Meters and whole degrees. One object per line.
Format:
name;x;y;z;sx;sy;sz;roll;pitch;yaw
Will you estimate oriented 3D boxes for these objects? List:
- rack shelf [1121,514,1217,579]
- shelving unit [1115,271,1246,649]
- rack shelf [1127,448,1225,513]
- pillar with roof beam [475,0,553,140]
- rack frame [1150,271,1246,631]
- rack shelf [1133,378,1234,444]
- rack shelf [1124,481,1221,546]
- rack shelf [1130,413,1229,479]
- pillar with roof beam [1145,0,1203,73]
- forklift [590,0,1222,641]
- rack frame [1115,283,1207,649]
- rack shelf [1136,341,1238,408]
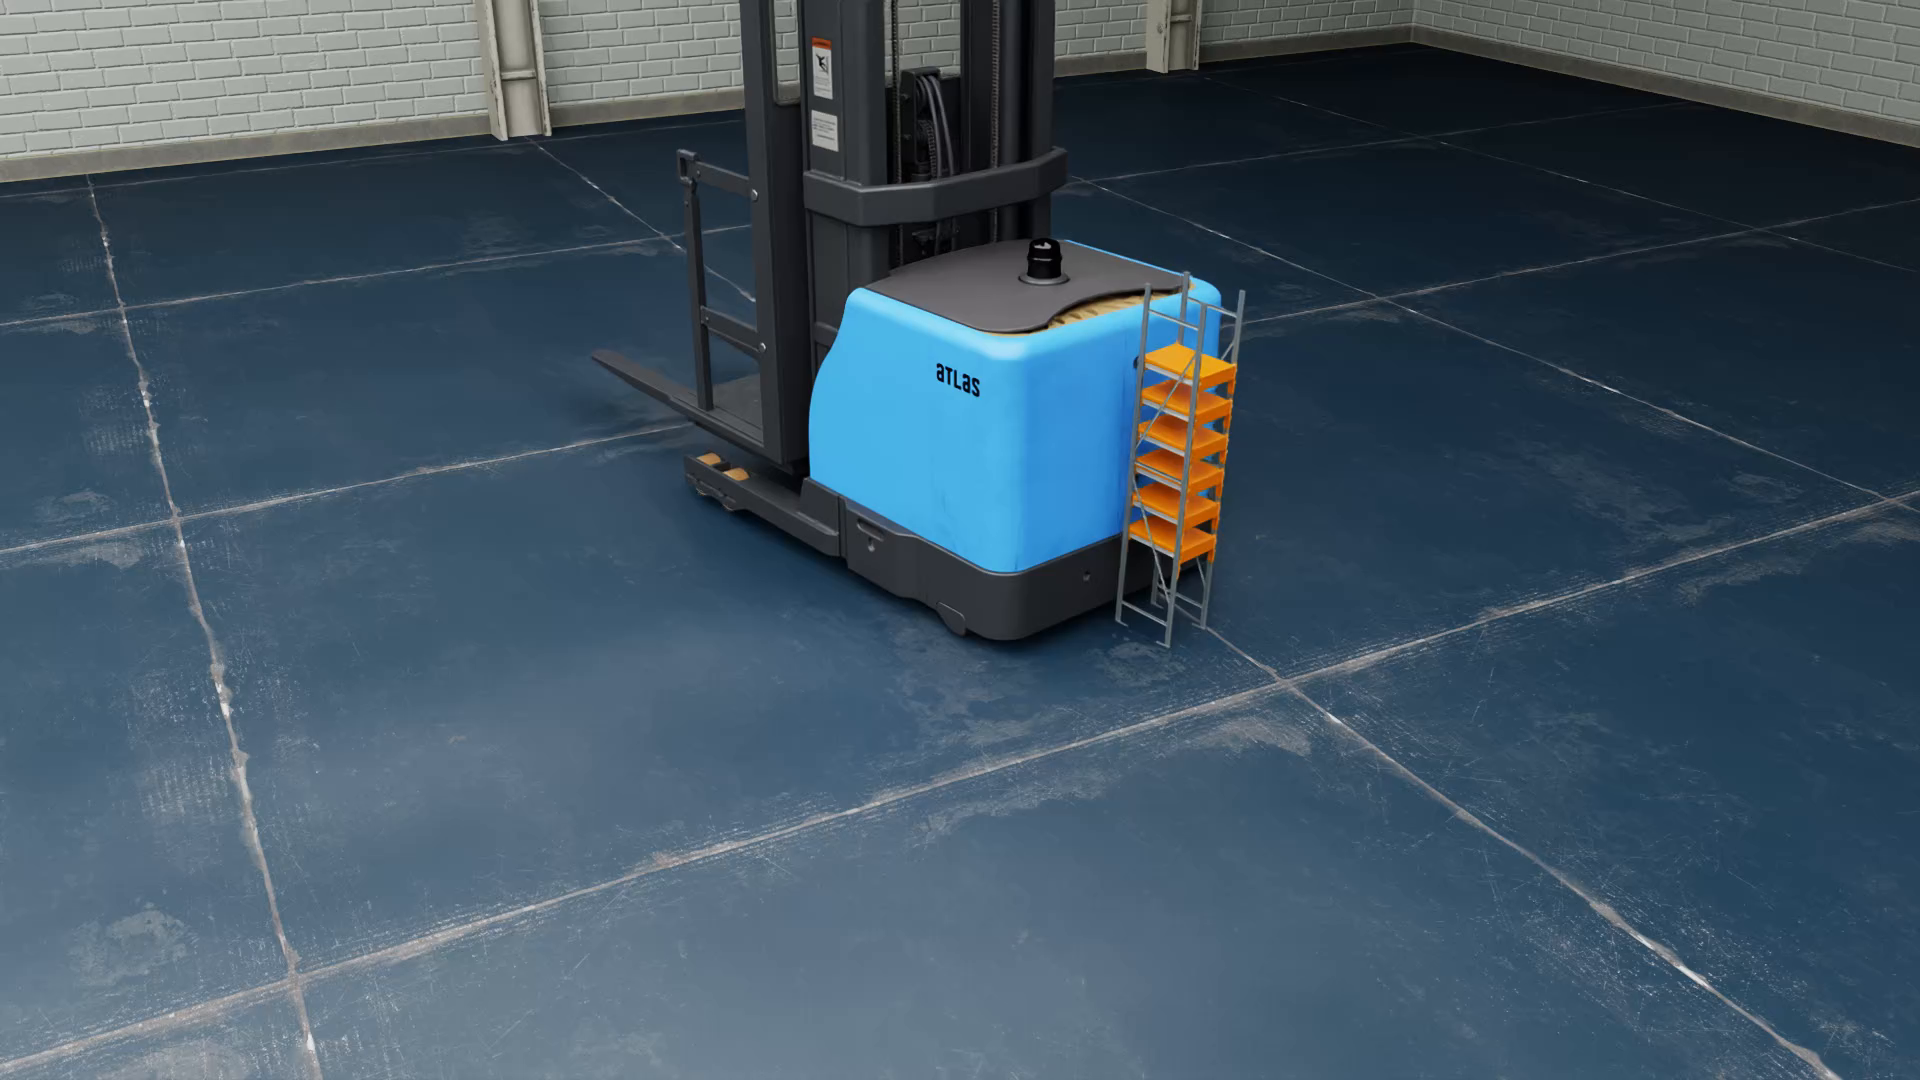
rack shelf;0.688;0.010;5.483;0.180;0.103;0.258;-22;36;-38
shelving unit;0.698;-0.241;5.351;0.189;1.200;0.258;-22;36;-38
rack shelf;0.696;-0.202;5.371;0.180;0.103;0.258;-22;36;-38
pillar with roof beam;-1.327;-5.517;7.344;0.400;9.000;9.100;-13;29;-25
rack frame;0.764;-0.268;5.407;0.006;1.200;0.240;-22;36;-38
rack shelf;0.704;-0.414;5.259;0.180;0.103;0.258;-22;36;-38
rack shelf;0.692;-0.096;5.427;0.180;0.103;0.258;-22;36;-38
rack shelf;0.700;-0.308;5.315;0.180;0.103;0.258;-22;36;-38
pillar with roof beam;3.967;-6.739;9.889;0.400;9.000;9.100;-13;29;-25
forklift;-0.440;-1.557;6.107;1.130;2.935;3.031;-20;32;-35
rack frame;0.631;-0.214;5.294;0.006;1.200;0.240;-22;36;-38
rack shelf;0.708;-0.520;5.203;0.180;0.103;0.258;-22;36;-38
